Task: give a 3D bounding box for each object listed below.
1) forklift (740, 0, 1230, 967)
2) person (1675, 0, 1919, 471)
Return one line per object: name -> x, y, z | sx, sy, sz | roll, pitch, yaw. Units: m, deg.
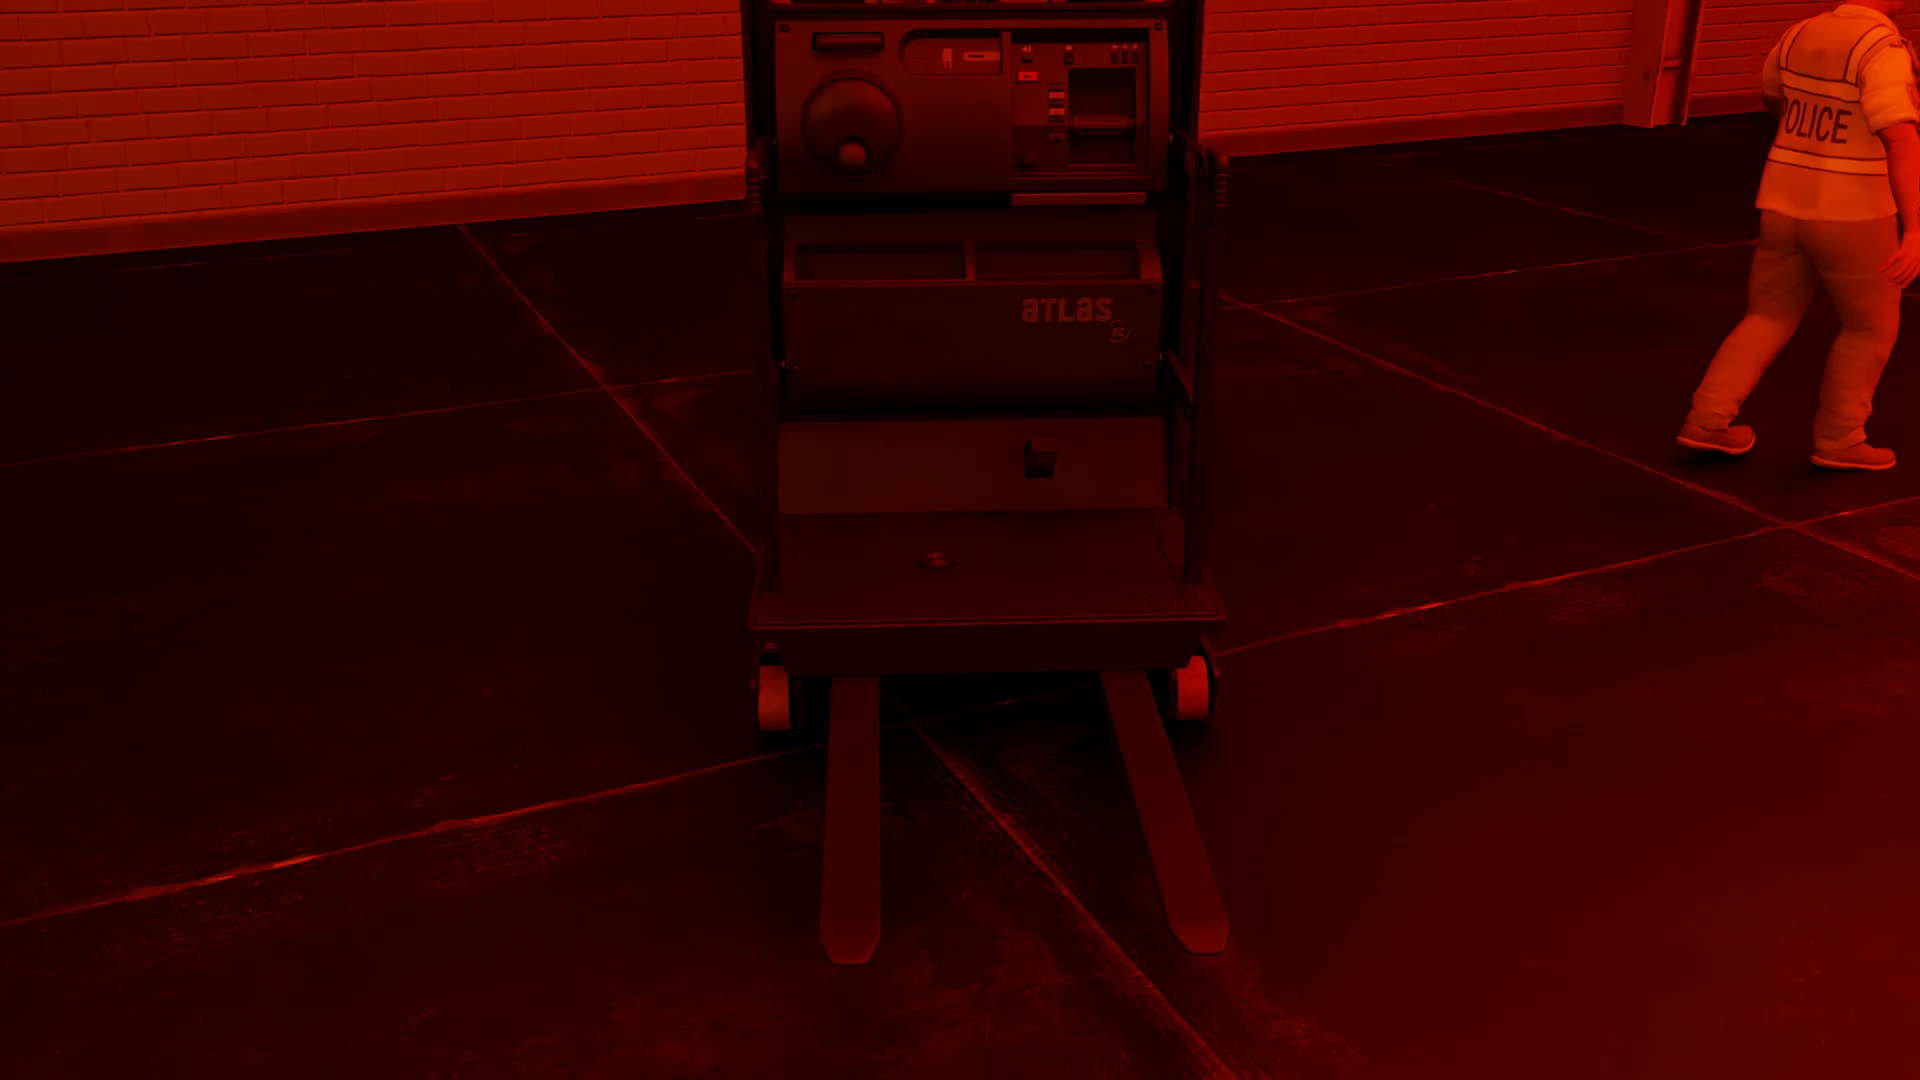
forklift -> 0.043, -1.019, 3.739 | 1.130, 2.935, 3.031 | -1, 23, -3
person -> 2.873, -1.051, 5.411 | 0.769, 1.728, 0.967 | -8, 24, -18
